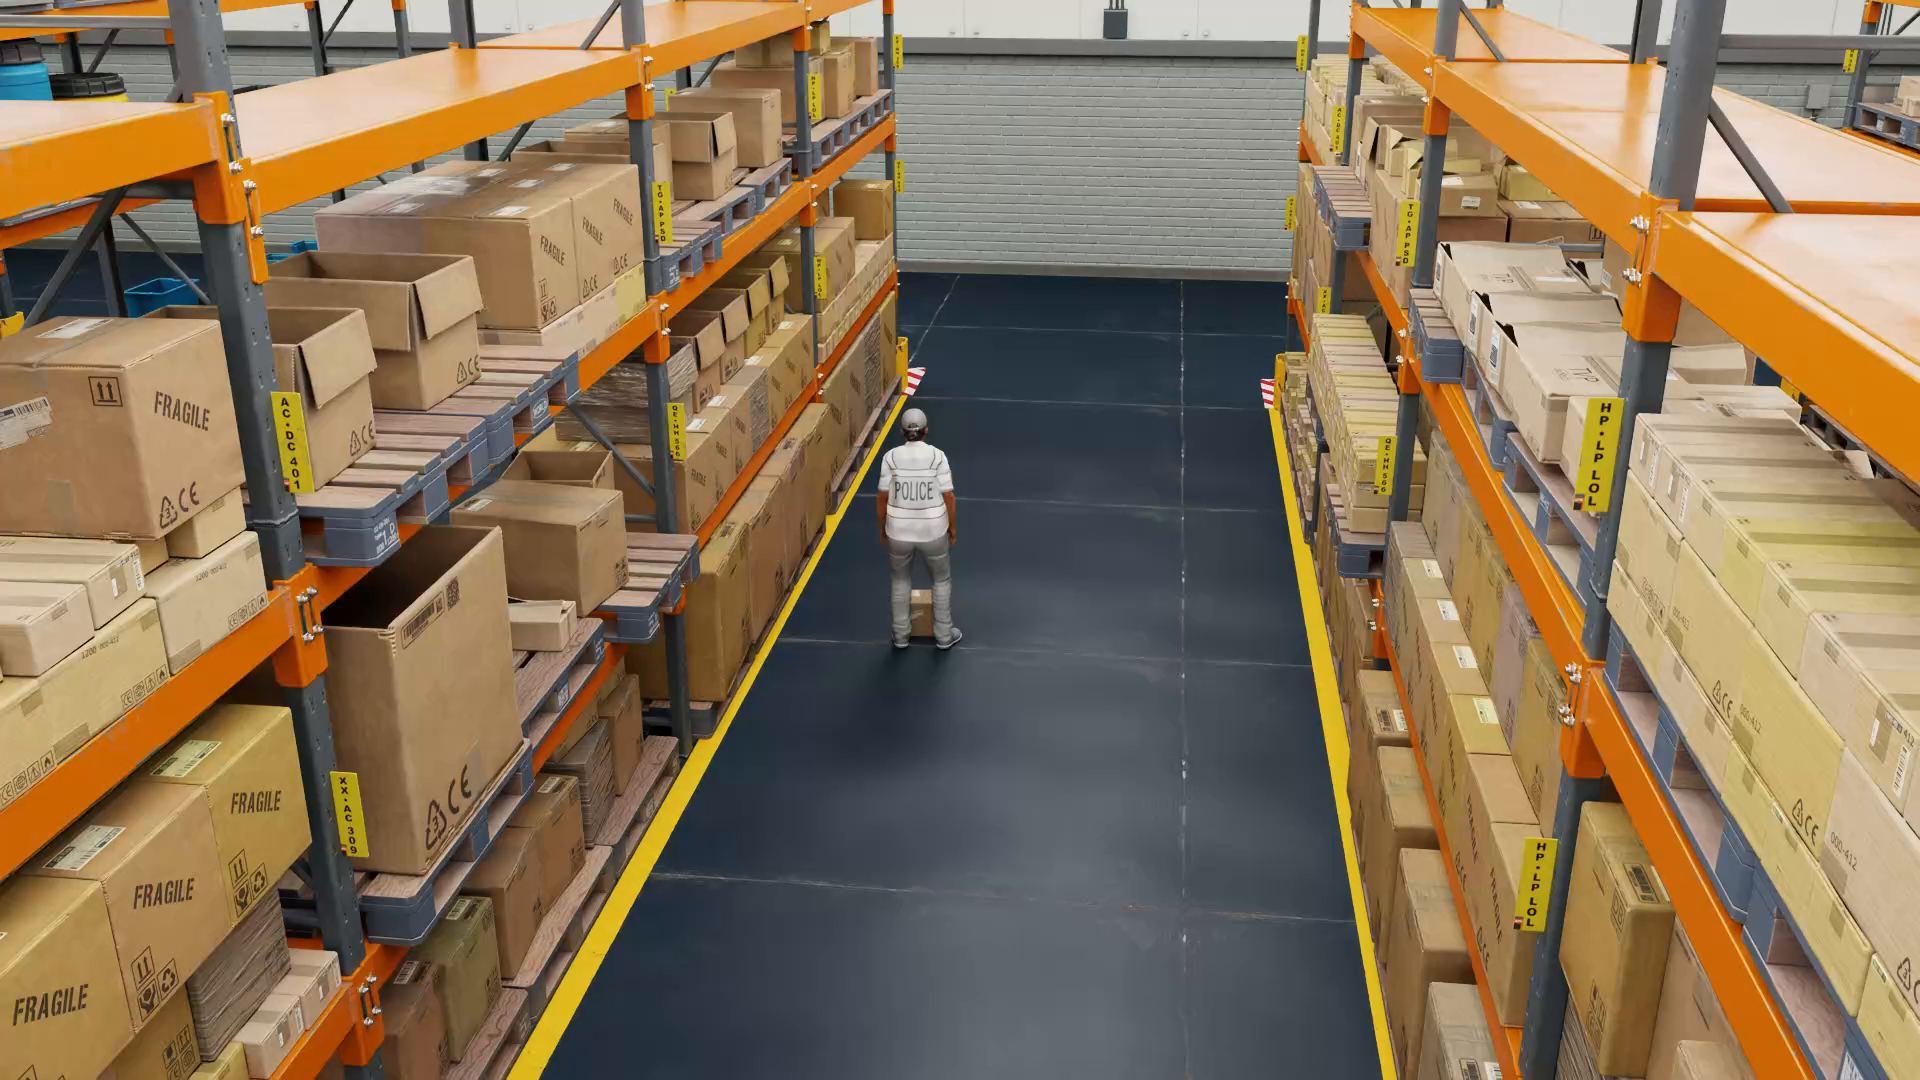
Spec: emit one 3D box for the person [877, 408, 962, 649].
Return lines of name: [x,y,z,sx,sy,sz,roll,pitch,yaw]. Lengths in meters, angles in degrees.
person: [-0.275,-0.068,11.248,0.562,1.667,0.465,2,21,4]
